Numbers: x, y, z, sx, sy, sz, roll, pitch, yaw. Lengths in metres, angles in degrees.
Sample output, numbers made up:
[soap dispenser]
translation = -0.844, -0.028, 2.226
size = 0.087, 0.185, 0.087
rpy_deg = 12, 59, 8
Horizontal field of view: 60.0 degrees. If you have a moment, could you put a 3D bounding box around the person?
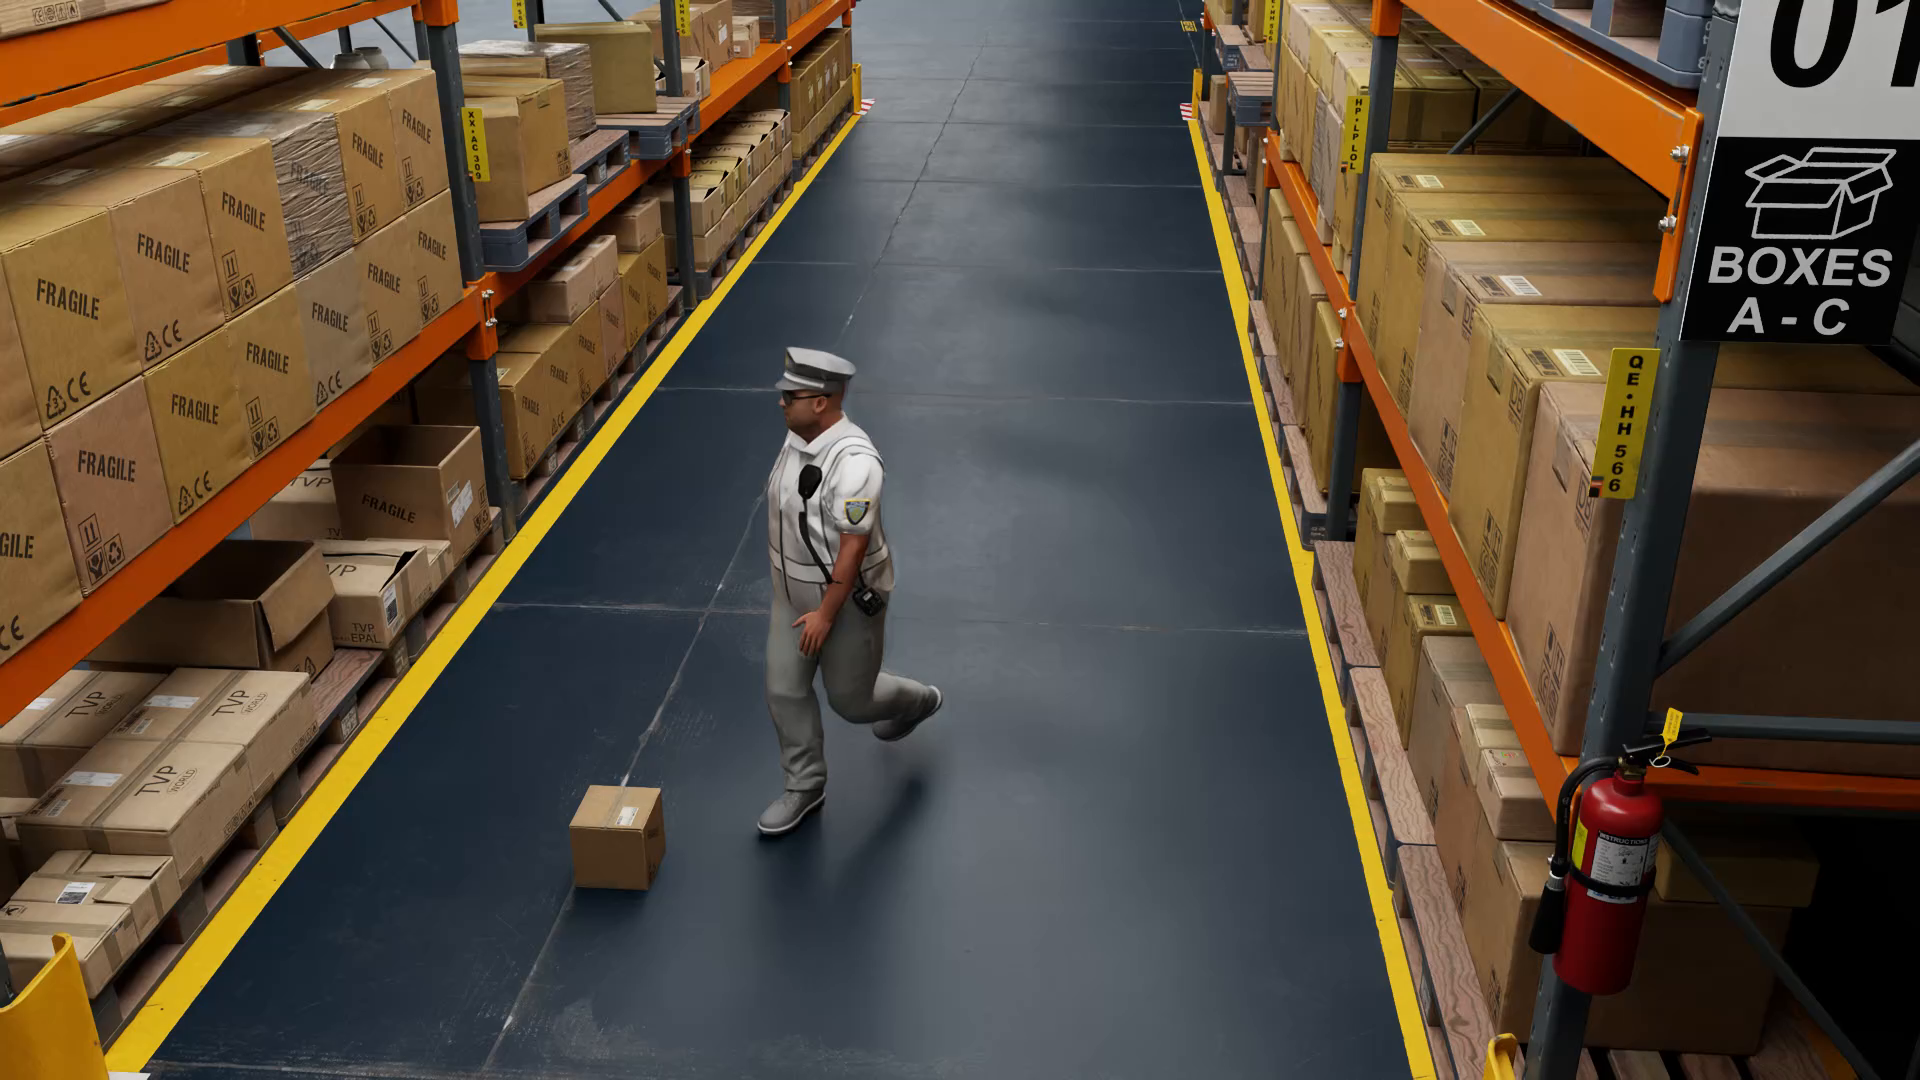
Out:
[person]
translation = -0.400, 0.140, 5.777
size = 0.529, 1.725, 0.844
rpy_deg = 21, 32, 39
